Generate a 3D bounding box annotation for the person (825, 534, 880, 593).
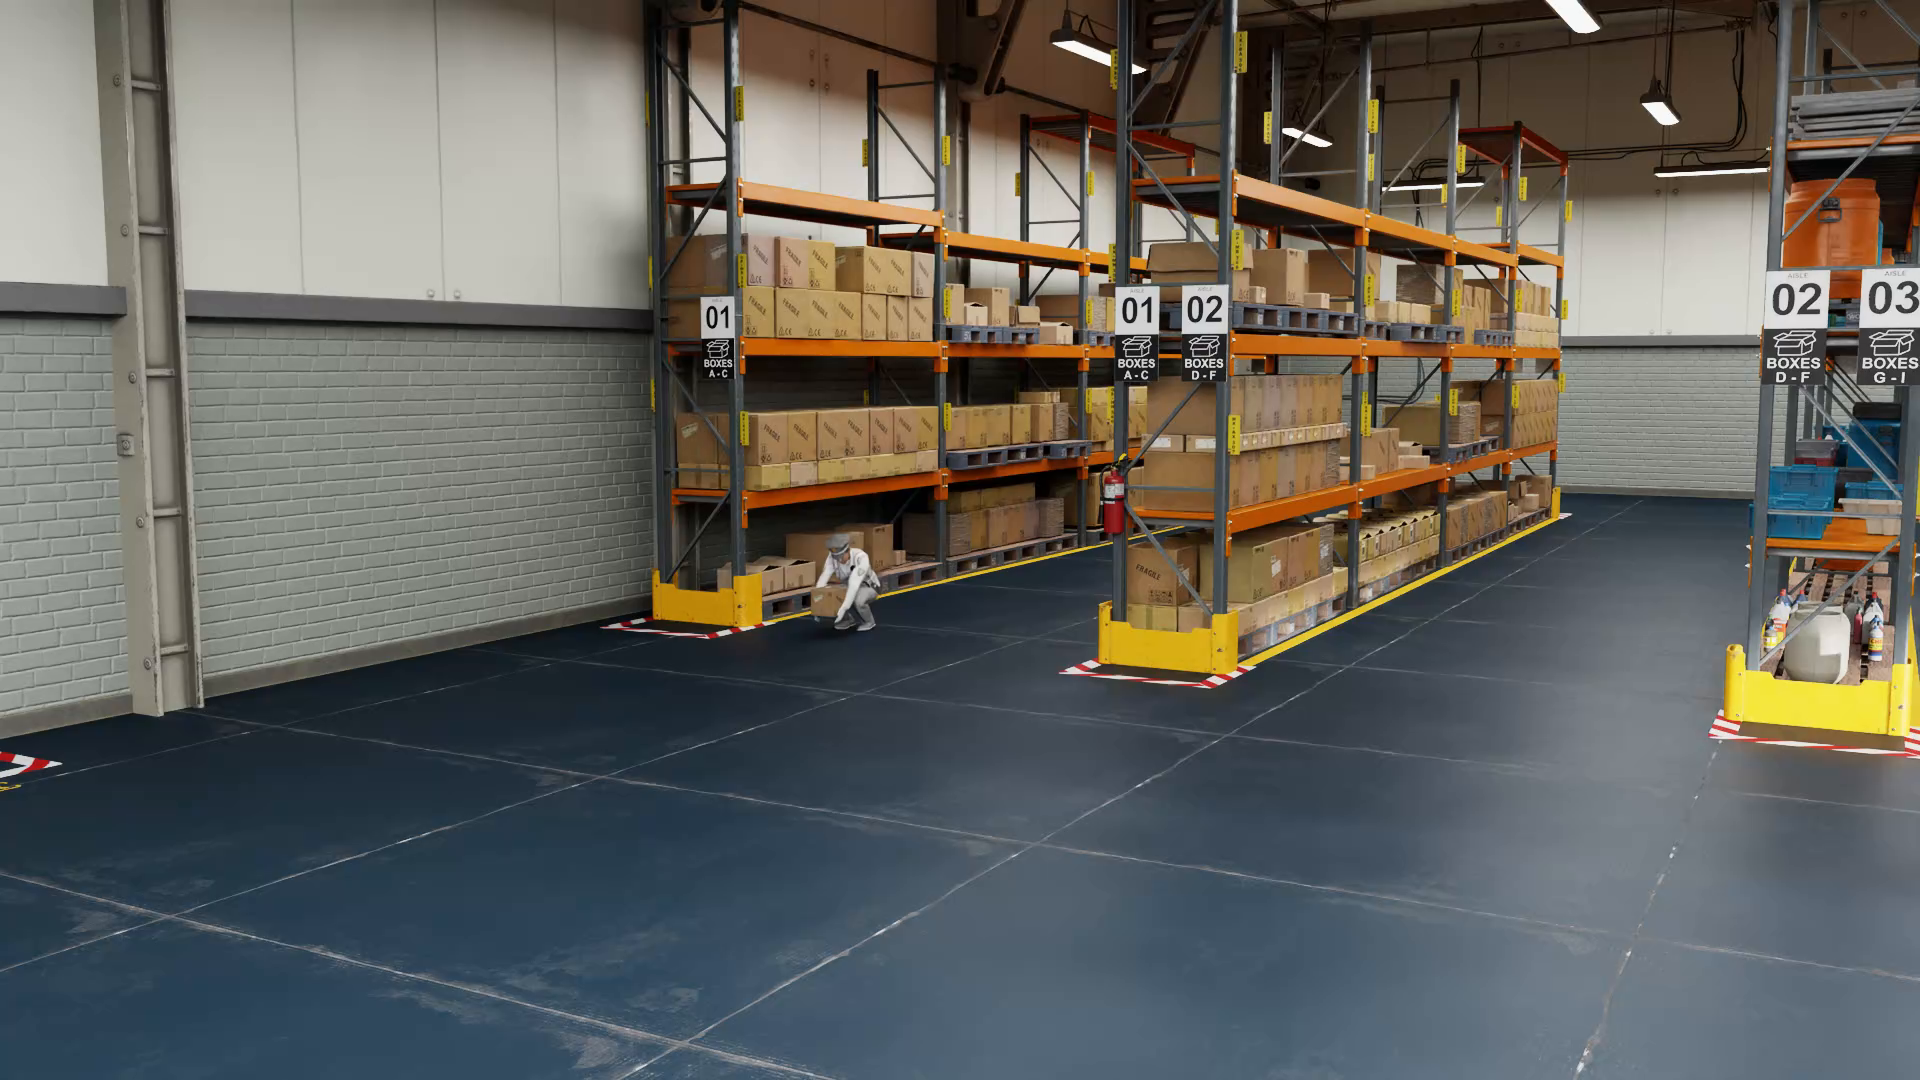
[{"bbox_3d":[-1.057,0.236,15.960,0.402,0.631,0.761,3,7,28],"label":"person"}]
